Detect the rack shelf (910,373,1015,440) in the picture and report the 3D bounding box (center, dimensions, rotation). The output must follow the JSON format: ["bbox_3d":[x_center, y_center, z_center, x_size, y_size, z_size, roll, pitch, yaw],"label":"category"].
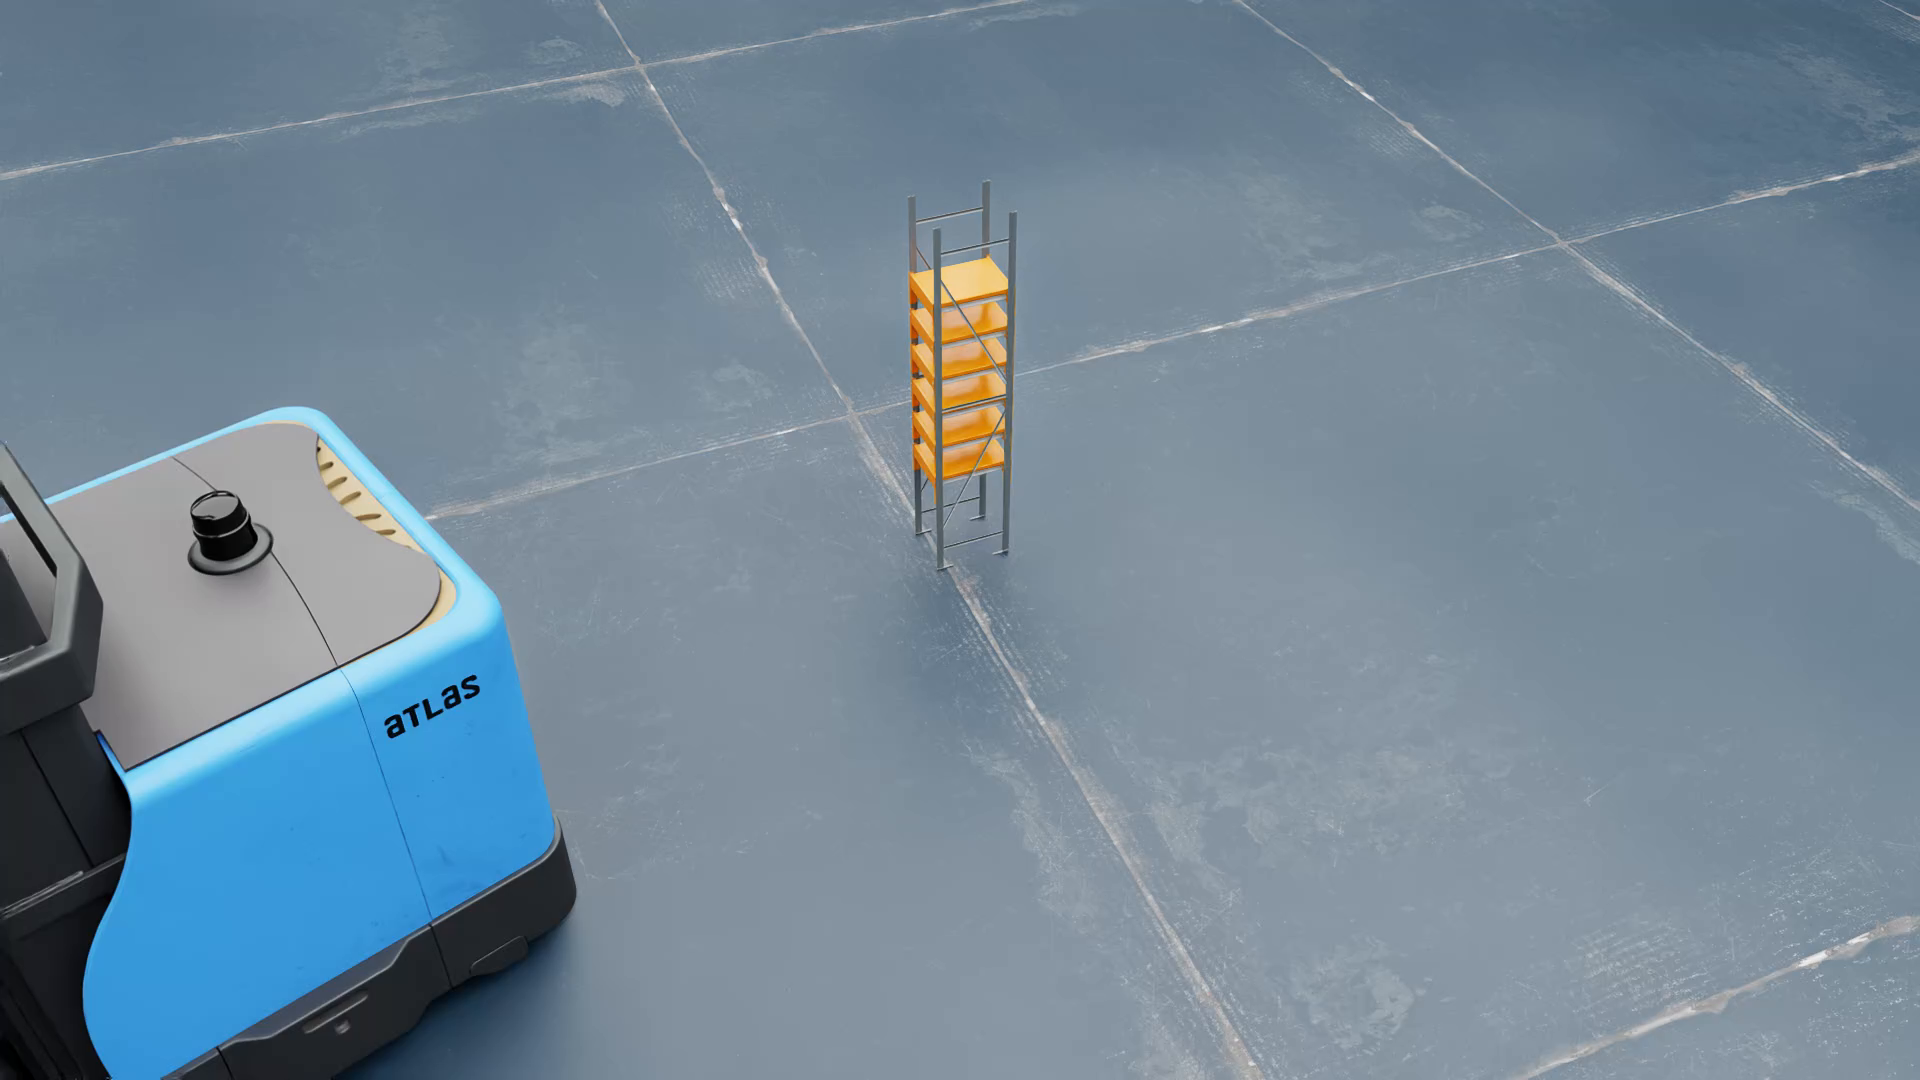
[{"bbox_3d":[0.006,-0.413,4.878,0.258,0.103,0.180,-15,43,-17],"label":"rack shelf"}]

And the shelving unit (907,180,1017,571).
[{"bbox_3d":[0.006,-0.446,4.849,0.258,1.200,0.189,-15,43,-17],"label":"shelving unit"}]

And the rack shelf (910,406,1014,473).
[{"bbox_3d":[0.006,-0.322,4.956,0.258,0.103,0.180,-15,43,-17],"label":"rack shelf"}]

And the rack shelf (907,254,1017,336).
[{"bbox_3d":[0.006,-0.685,4.643,0.258,0.103,0.180,-15,43,-17],"label":"rack shelf"}]

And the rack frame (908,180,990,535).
[{"bbox_3d":[-0.029,-0.501,4.913,0.240,1.200,0.006,-15,43,-17],"label":"rack frame"}]

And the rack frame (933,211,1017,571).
[{"bbox_3d":[0.041,-0.391,4.785,0.240,1.200,0.006,-15,43,-17],"label":"rack frame"}]

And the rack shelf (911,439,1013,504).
[{"bbox_3d":[0.006,-0.231,5.034,0.258,0.103,0.180,-15,43,-17],"label":"rack shelf"}]

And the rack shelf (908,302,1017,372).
[{"bbox_3d":[0.006,-0.594,4.721,0.258,0.103,0.180,-15,43,-17],"label":"rack shelf"}]

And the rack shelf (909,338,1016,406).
[{"bbox_3d":[0.006,-0.504,4.799,0.258,0.103,0.180,-15,43,-17],"label":"rack shelf"}]

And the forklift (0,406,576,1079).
[{"bbox_3d":[-2.399,0.217,2.750,3.031,2.935,1.130,-29,48,-29],"label":"forklift"}]
